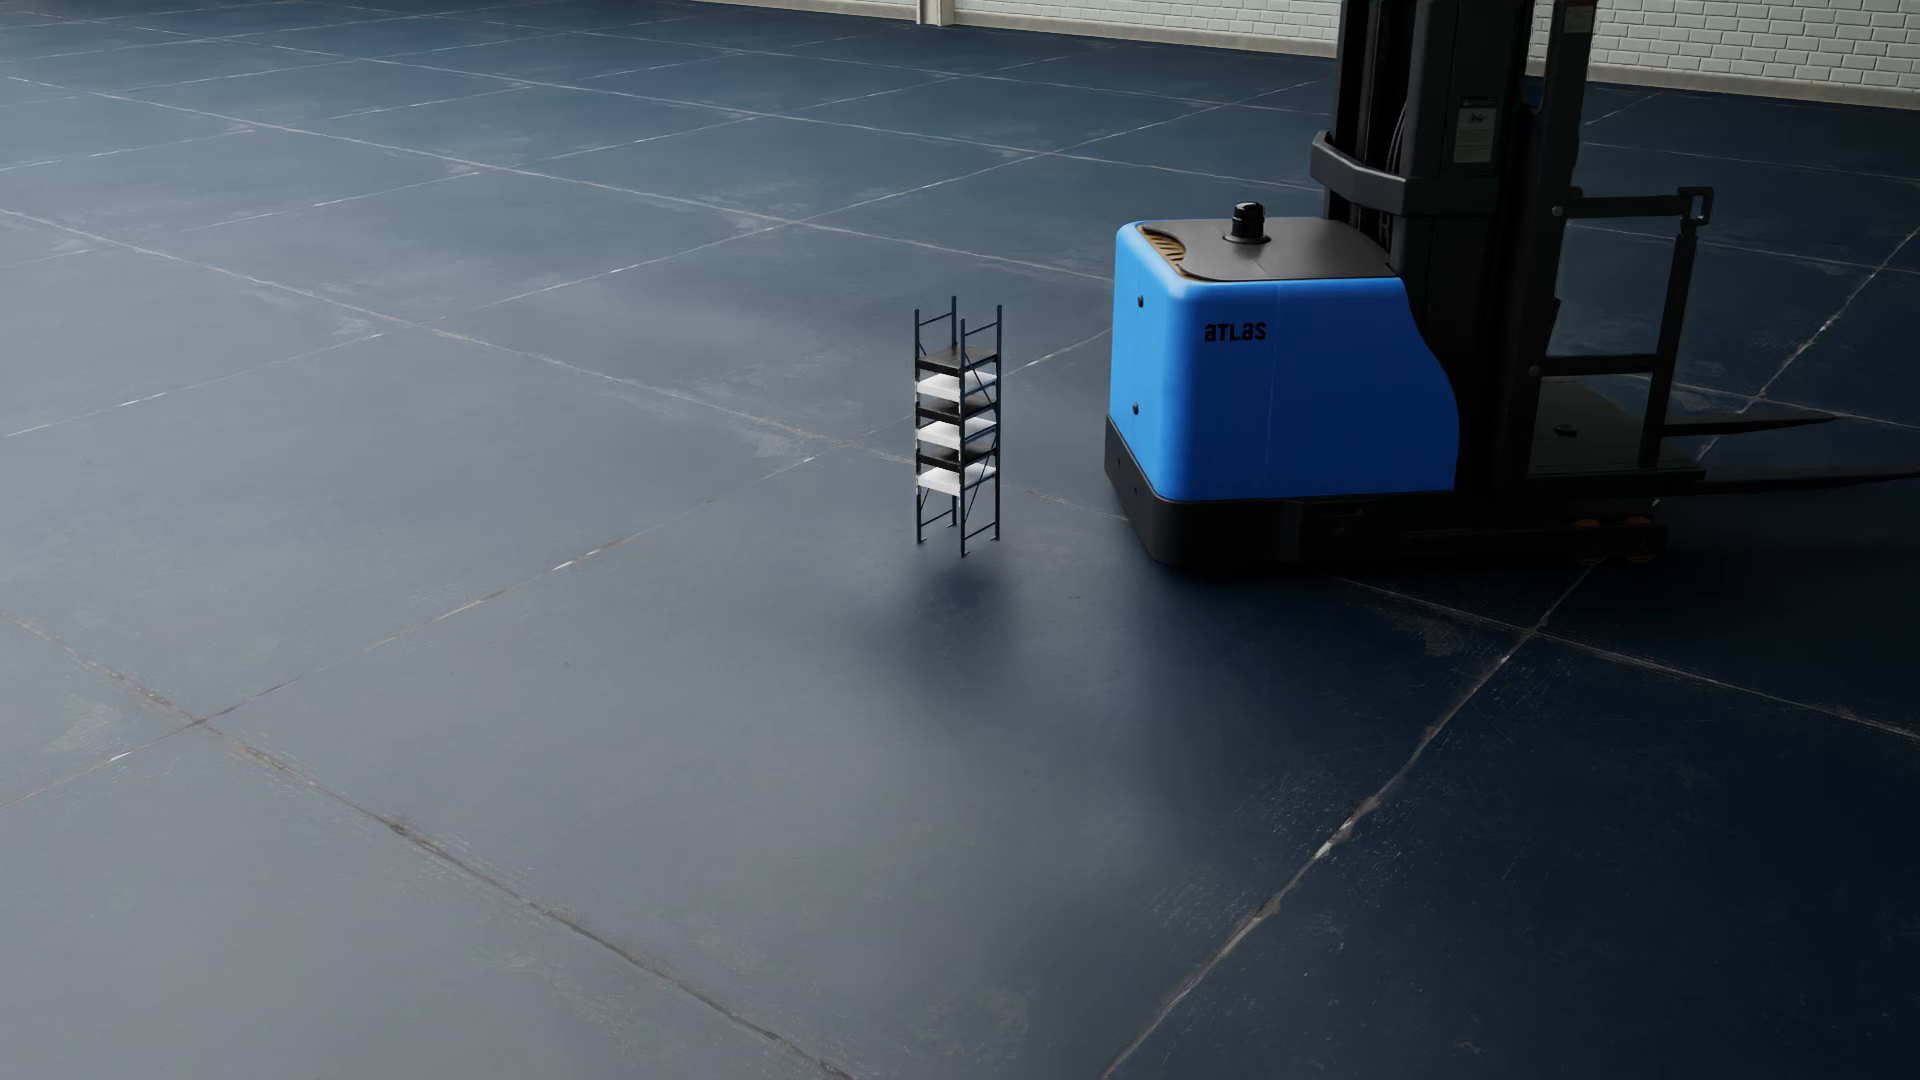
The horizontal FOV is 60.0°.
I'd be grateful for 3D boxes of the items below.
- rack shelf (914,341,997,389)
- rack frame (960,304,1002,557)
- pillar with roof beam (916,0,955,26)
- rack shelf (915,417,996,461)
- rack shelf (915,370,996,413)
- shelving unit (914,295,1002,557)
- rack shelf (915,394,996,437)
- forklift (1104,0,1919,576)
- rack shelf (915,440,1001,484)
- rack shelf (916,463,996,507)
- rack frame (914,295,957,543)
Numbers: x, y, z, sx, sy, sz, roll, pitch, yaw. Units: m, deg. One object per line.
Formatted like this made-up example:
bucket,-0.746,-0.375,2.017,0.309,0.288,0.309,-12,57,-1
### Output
rack shelf,-0.006,-0.630,5.978,0.200,0.077,0.258,17,29,33
rack frame,0.075,-0.389,6.017,0.006,0.900,0.240,17,29,33
pillar with roof beam,-2.888,-9.300,16.196,0.400,9.000,9.100,17,29,33
rack shelf,-0.006,-0.383,6.086,0.200,0.077,0.258,17,29,33
rack shelf,-0.006,-0.548,6.014,0.200,0.077,0.258,17,29,33
shelving unit,-0.006,-0.414,6.073,0.210,0.900,0.258,17,29,33
rack shelf,-0.006,-0.466,6.050,0.200,0.077,0.258,17,29,33
forklift,2.136,-1.459,5.925,3.031,2.935,1.130,-3,24,-6
rack shelf,-0.006,-0.301,6.123,0.200,0.077,0.258,17,29,33
rack shelf,-0.006,-0.219,6.159,0.200,0.077,0.258,17,29,33
rack frame,-0.088,-0.438,6.129,0.006,0.900,0.240,17,29,33
